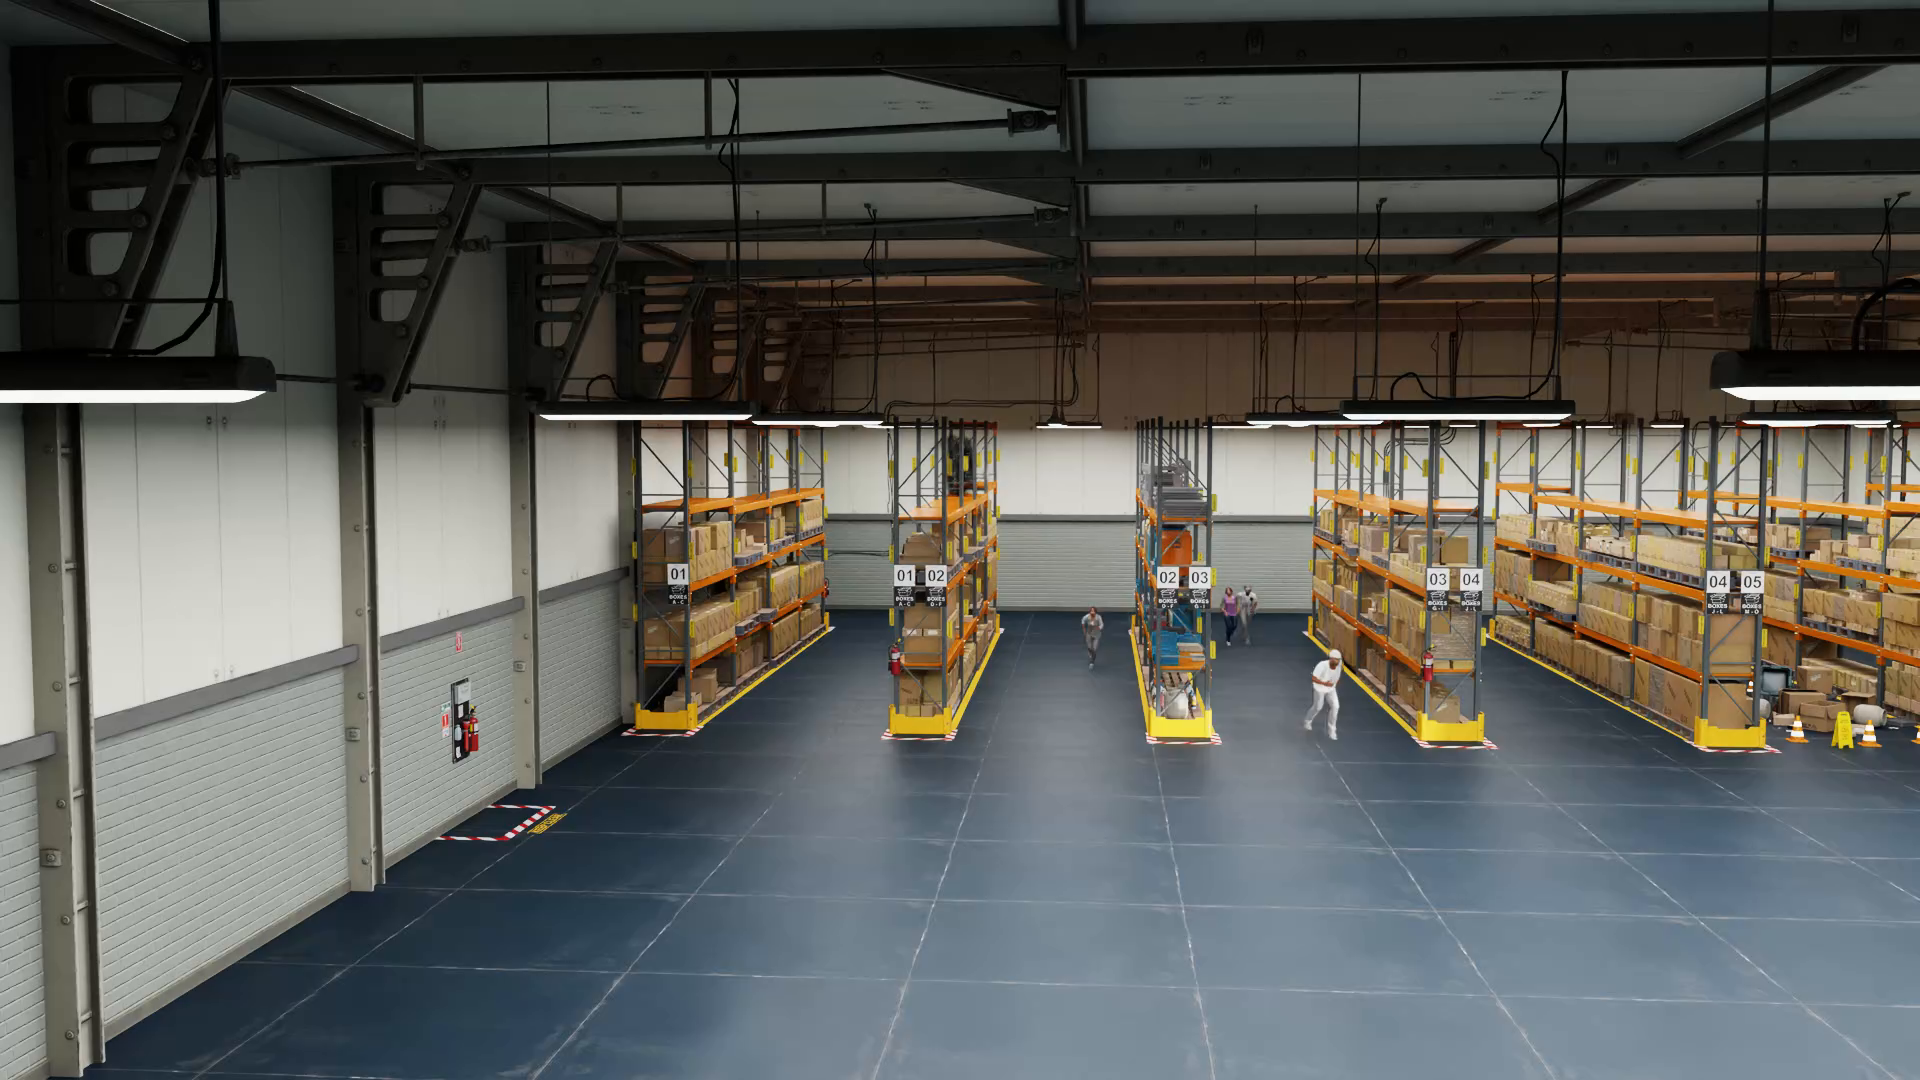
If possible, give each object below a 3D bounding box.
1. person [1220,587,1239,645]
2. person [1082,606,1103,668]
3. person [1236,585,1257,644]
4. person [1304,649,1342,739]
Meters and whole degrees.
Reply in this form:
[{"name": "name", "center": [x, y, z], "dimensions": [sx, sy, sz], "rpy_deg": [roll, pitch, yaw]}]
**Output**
[{"name": "person", "center": [7.233, 2.043, 44.516], "dimensions": [0.551, 1.561, 0.486], "rpy_deg": [0, 4, -1]}, {"name": "person", "center": [3.188, 2.350, 40.099], "dimensions": [0.525, 1.526, 0.679], "rpy_deg": [0, 4, 5]}, {"name": "person", "center": [7.762, 2.002, 45.195], "dimensions": [0.589, 1.629, 0.973], "rpy_deg": [1, 4, 8]}, {"name": "person", "center": [6.840, 2.872, 31.282], "dimensions": [0.747, 1.717, 1.045], "rpy_deg": [-2, 4, -25]}]
